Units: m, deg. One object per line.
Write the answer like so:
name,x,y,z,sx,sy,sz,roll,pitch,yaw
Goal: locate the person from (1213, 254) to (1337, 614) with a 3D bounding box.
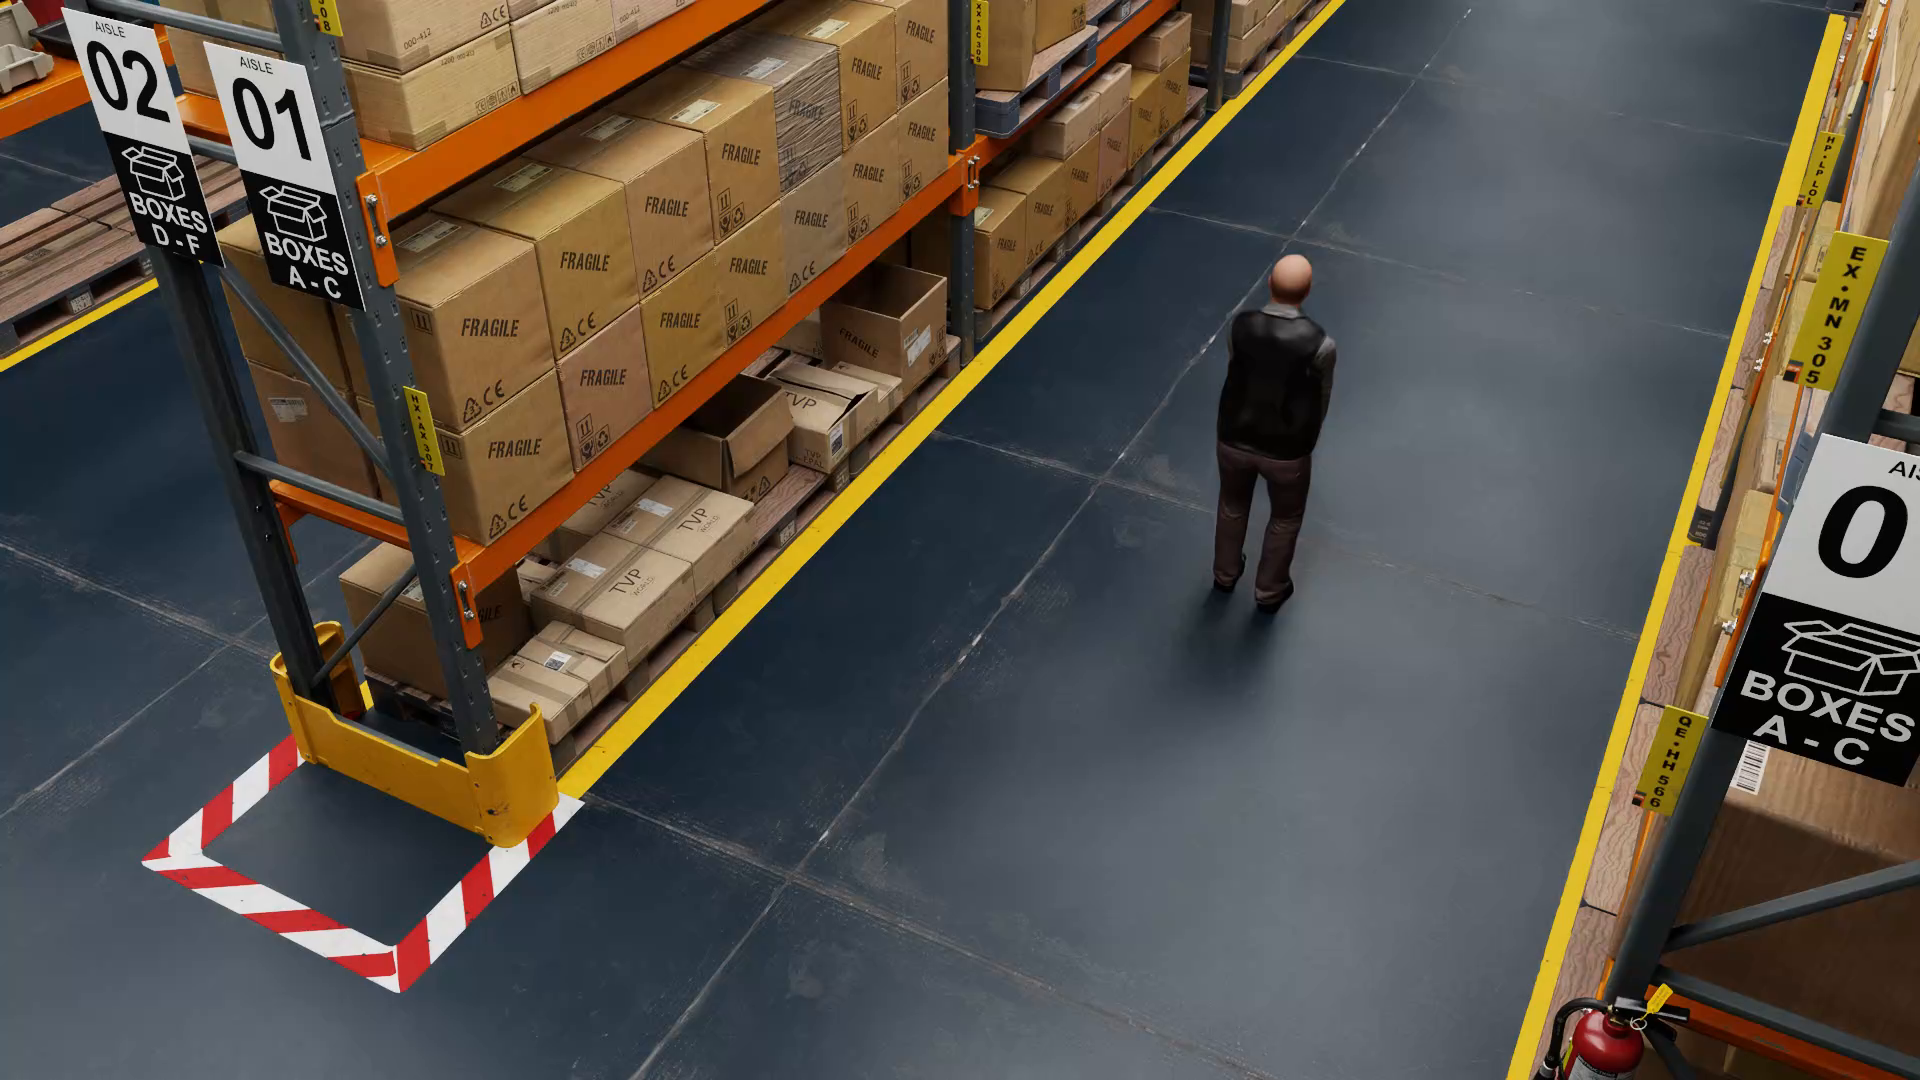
person,1.381,-0.485,7.418,0.486,1.703,0.557,17,41,21
